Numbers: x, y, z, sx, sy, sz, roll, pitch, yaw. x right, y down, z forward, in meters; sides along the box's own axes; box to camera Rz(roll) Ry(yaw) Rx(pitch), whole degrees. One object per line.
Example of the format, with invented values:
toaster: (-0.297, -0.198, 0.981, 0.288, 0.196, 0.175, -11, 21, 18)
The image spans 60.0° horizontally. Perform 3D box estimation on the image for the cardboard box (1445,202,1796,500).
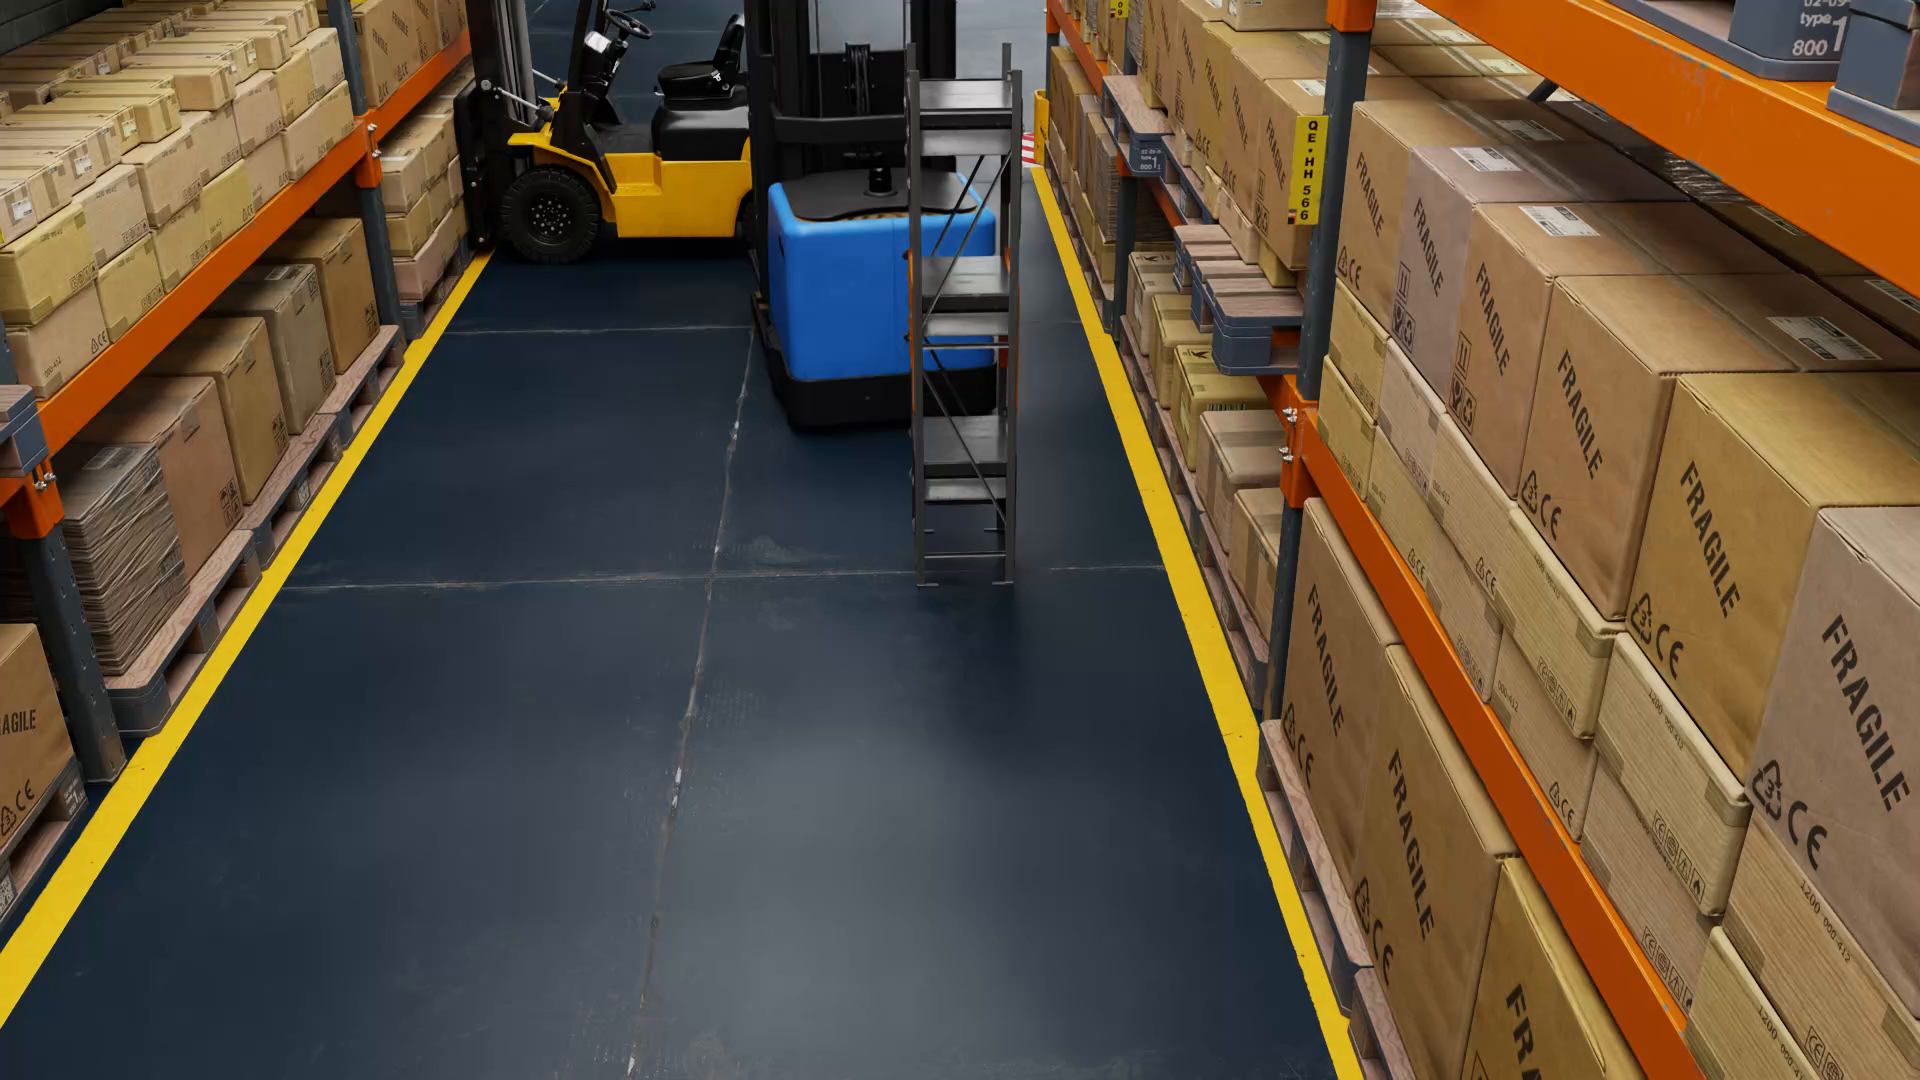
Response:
cardboard box: (1.406, -0.421, 3.625, 0.500, 0.500, 0.500, -1, 28, -1)

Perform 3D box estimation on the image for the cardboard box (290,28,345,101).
cardboard box: (-3.307, -2.296, 8.029, 0.500, 0.250, 0.500, -2, 28, -4)

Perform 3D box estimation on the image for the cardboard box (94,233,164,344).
cardboard box: (-3.179, -0.891, 5.876, 0.500, 0.250, 0.500, -2, 28, -4)

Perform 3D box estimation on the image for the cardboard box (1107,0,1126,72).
cardboard box: (1.097, -2.858, 9.056, 0.500, 0.500, 0.500, -2, 28, -4)

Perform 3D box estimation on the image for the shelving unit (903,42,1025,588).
shelving unit: (0.009, -0.855, 6.618, 0.431, 2.100, 0.503, -1, 28, -3)

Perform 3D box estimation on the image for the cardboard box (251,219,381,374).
cardboard box: (-3.549, -1.254, 8.524, 0.875, 0.625, 0.625, 0, 28, 0)

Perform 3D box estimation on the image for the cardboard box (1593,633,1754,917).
cardboard box: (1.454, 0.389, 2.882, 0.500, 0.250, 0.500, -1, 28, -1)

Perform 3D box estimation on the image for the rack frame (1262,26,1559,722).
rack frame: (1.578, -0.635, 5.225, 1.000, 3.000, 0.127, -1, 28, -3)

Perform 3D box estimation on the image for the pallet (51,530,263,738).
pallet: (-3.383, 0.341, 6.367, 1.003, 0.211, 1.213, -1, 28, -3)

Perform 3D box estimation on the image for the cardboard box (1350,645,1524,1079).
cardboard box: (1.573, 0.853, 4.213, 0.875, 0.875, 0.875, -1, 28, -2)

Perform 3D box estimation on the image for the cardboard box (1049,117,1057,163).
cardboard box: (0.926, -2.918, 12.120, 0.500, 0.250, 0.500, -2, 28, -3)

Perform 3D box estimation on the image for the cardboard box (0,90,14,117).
cardboard box: (-3.791, -1.578, 6.222, 0.380, 0.149, 0.250, -2, 28, -3)

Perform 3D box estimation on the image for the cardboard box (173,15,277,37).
cardboard box: (-3.357, -2.308, 7.621, 0.380, 0.149, 0.250, -1, 28, -3)

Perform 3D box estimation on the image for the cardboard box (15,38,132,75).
cardboard box: (-3.788, -2.052, 7.131, 0.380, 0.149, 0.250, -1, 28, -3)

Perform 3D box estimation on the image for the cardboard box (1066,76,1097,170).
cardboard box: (0.977, -2.766, 11.018, 0.500, 0.500, 0.500, -1, 28, -2)

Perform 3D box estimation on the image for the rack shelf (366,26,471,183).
rack shelf: (-3.692, -2.966, 10.471, 1.077, 0.370, 4.000, -1, 28, -3)

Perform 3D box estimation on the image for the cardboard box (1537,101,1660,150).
cardboard box: (1.866, -0.891, 4.525, 0.500, 0.500, 0.500, -2, 28, -4)

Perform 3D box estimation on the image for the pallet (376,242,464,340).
pallet: (-3.588, -1.493, 9.884, 1.003, 0.211, 1.213, -1, 28, -3)

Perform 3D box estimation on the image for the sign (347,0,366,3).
sign: (-3.047, -2.857, 8.318, 0.100, 0.325, 0.005, -1, 28, -3)

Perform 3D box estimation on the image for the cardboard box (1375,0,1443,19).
cardboard box: (1.698, -1.928, 6.819, 0.500, 0.500, 0.500, -2, 28, -5)

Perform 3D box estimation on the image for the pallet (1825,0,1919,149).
pallet: (1.689, -0.455, 1.843, 0.805, 0.209, 1.217, -2, 28, -5)

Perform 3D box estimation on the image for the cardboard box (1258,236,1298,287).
cardboard box: (1.239, -0.978, 5.699, 0.380, 0.149, 0.250, -1, 28, -2)

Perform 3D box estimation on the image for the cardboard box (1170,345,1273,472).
cardboard box: (1.478, -0.609, 7.561, 0.950, 0.372, 0.625, 0, 28, -1)

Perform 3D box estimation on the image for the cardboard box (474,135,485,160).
cardboard box: (-3.373, -2.479, 10.738, 0.500, 0.250, 0.500, -1, 28, -3)

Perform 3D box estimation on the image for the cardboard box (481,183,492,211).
cardboard box: (-3.374, -2.266, 10.869, 0.500, 0.250, 0.500, -1, 28, -1)

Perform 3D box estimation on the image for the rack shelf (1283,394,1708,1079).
rack shelf: (1.682, 0.607, 3.620, 1.077, 0.370, 4.000, -1, 28, -3)

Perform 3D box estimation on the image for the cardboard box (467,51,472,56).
cardboard box: (-3.461, -3.414, 11.989, 0.500, 0.250, 0.500, 0, 28, -1)

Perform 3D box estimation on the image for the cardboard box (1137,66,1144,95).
cardboard box: (1.082, -2.295, 8.223, 0.380, 0.149, 0.250, -1, 28, -2)

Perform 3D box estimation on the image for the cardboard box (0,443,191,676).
cardboard box: (-3.398, 0.065, 5.996, 0.875, 0.625, 0.625, -1, 28, -1)

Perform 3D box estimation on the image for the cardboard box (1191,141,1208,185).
cardboard box: (1.166, -1.570, 6.833, 0.380, 0.149, 0.250, -2, 28, -4)

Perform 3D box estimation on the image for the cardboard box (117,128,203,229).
cardboard box: (-3.193, -1.353, 6.222, 0.500, 0.250, 0.500, -2, 28, -4)

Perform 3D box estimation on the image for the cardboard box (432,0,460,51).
cardboard box: (-3.427, -3.323, 10.270, 0.500, 0.500, 0.500, -1, 28, -2)

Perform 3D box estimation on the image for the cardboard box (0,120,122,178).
cardboard box: (-3.182, -1.362, 5.808, 0.380, 0.149, 0.250, -1, 28, -2)

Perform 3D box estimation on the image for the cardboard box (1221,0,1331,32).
cardboard box: (1.211, -2.034, 6.321, 0.380, 0.149, 0.250, -3, 28, -5)

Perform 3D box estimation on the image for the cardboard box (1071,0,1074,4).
cardboard box: (0.966, -3.806, 10.874, 0.500, 0.500, 0.500, -2, 28, -4)

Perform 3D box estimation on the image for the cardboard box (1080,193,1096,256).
cardboard box: (1.032, -1.962, 10.287, 0.500, 0.250, 0.500, -2, 28, -4)

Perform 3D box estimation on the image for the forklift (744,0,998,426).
forklift: (-0.611, -2.519, 8.911, 1.130, 2.935, 3.031, -5, 28, -10)

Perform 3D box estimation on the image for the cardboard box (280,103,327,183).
cardboard box: (-3.269, -1.836, 7.689, 0.500, 0.250, 0.500, -2, 28, -3)

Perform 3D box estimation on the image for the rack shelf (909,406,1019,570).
rack shelf: (0.009, -0.222, 6.948, 0.431, 0.518, 0.480, -1, 28, -3)

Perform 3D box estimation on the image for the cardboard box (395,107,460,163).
cardboard box: (-3.354, -2.468, 10.177, 0.500, 0.250, 0.500, 0, 28, -1)

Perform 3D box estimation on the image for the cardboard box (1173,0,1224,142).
cardboard box: (1.183, -1.925, 6.813, 0.500, 0.500, 0.500, -2, 28, -5)

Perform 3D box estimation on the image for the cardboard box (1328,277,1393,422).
cardboard box: (1.357, -0.551, 4.684, 0.500, 0.250, 0.500, -2, 28, -3)

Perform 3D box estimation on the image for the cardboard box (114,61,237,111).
cardboard box: (-3.161, -1.831, 6.707, 0.380, 0.149, 0.250, -2, 28, -4)

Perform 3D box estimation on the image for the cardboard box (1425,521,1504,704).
cardboard box: (1.418, 0.142, 3.896, 0.500, 0.250, 0.500, 0, 28, -1)

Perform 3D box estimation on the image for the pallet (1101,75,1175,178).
pallet: (1.263, -2.041, 8.127, 1.003, 0.211, 1.213, -1, 28, -3)

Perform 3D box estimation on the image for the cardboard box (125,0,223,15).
cardboard box: (-3.784, -2.526, 8.039, 0.380, 0.149, 0.250, -2, 28, -4)

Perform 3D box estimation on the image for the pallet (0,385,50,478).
pallet: (-3.274, -0.117, 4.439, 1.213, 0.211, 1.003, -1, 28, -3)

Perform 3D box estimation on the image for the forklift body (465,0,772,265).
forklift body: (-1.876, -3.000, 10.677, 2.313, 2.155, 1.214, -1, 28, -3)
